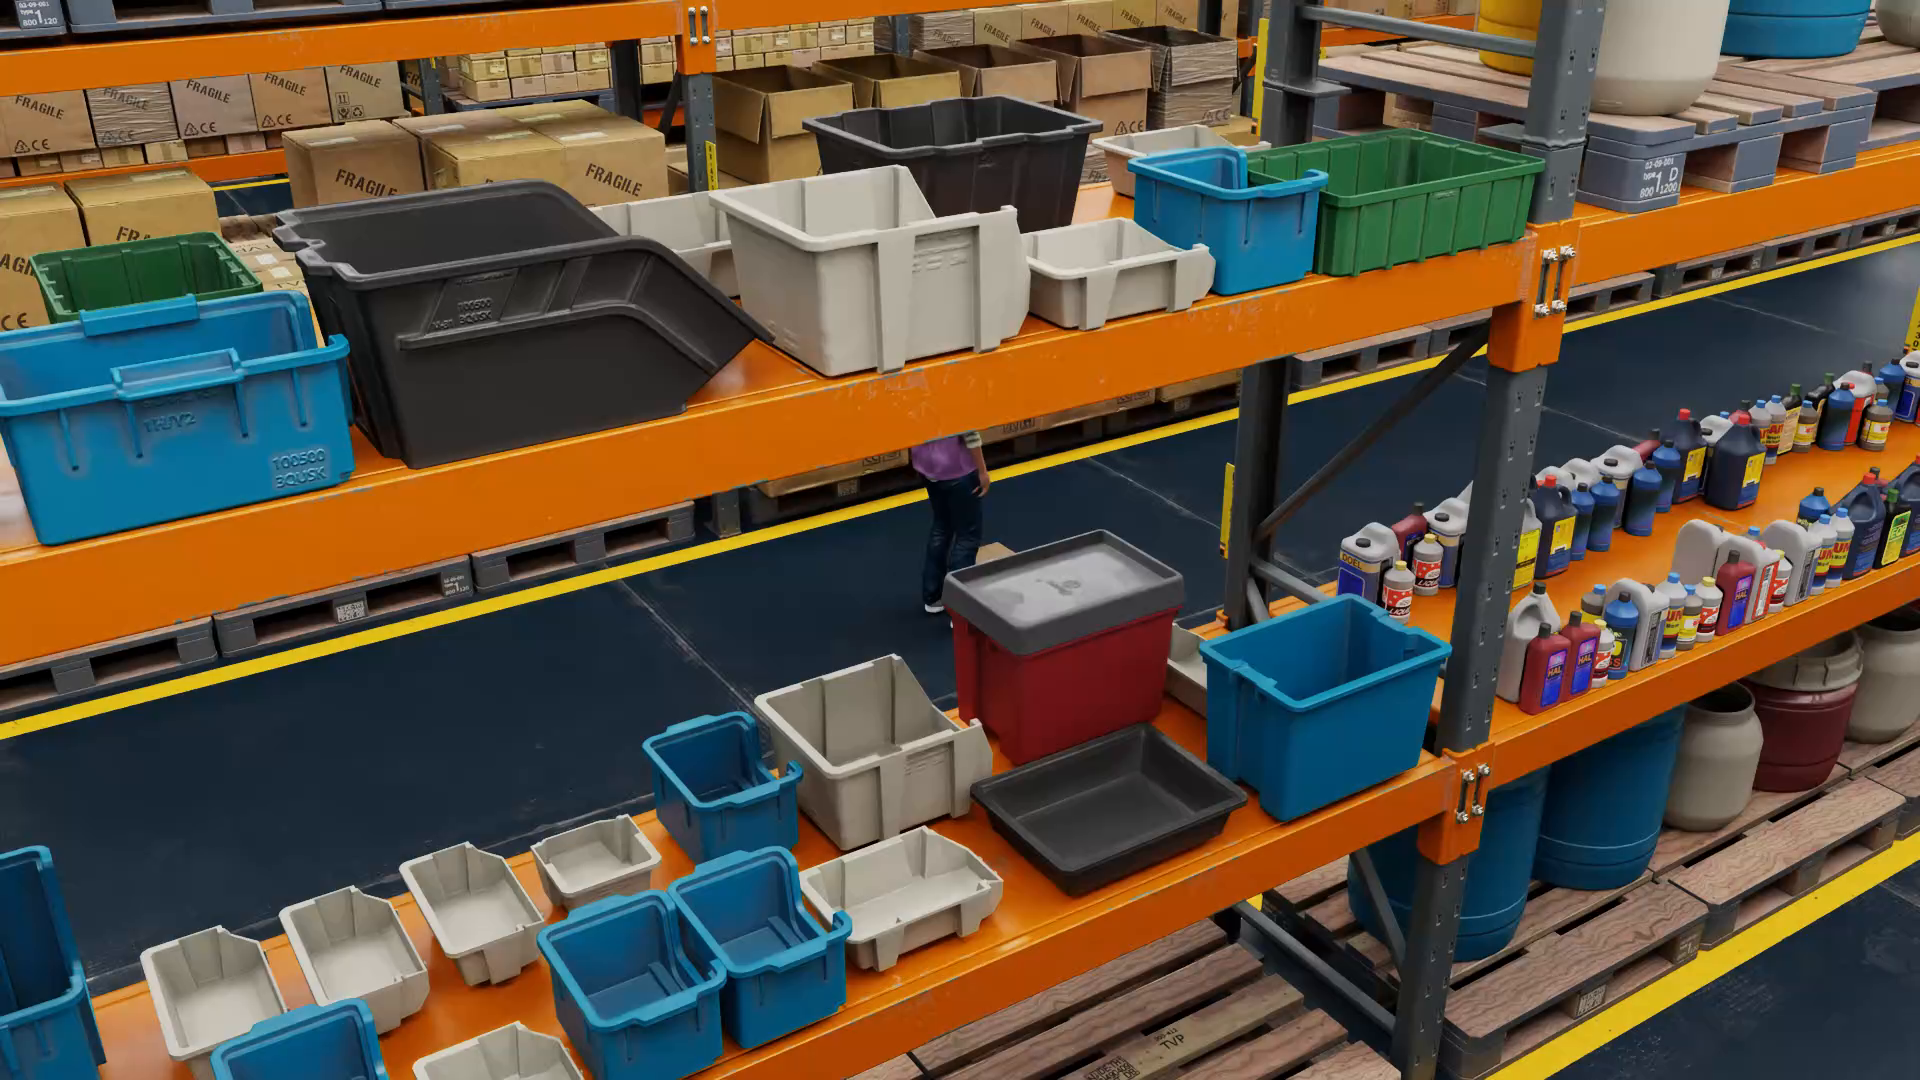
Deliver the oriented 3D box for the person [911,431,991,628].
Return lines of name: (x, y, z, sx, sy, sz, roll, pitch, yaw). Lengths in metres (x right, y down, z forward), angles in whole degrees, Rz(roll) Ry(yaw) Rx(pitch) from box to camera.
person: (-0.038, -0.353, 7.862, 0.342, 1.593, 0.485, -18, 31, -32)
